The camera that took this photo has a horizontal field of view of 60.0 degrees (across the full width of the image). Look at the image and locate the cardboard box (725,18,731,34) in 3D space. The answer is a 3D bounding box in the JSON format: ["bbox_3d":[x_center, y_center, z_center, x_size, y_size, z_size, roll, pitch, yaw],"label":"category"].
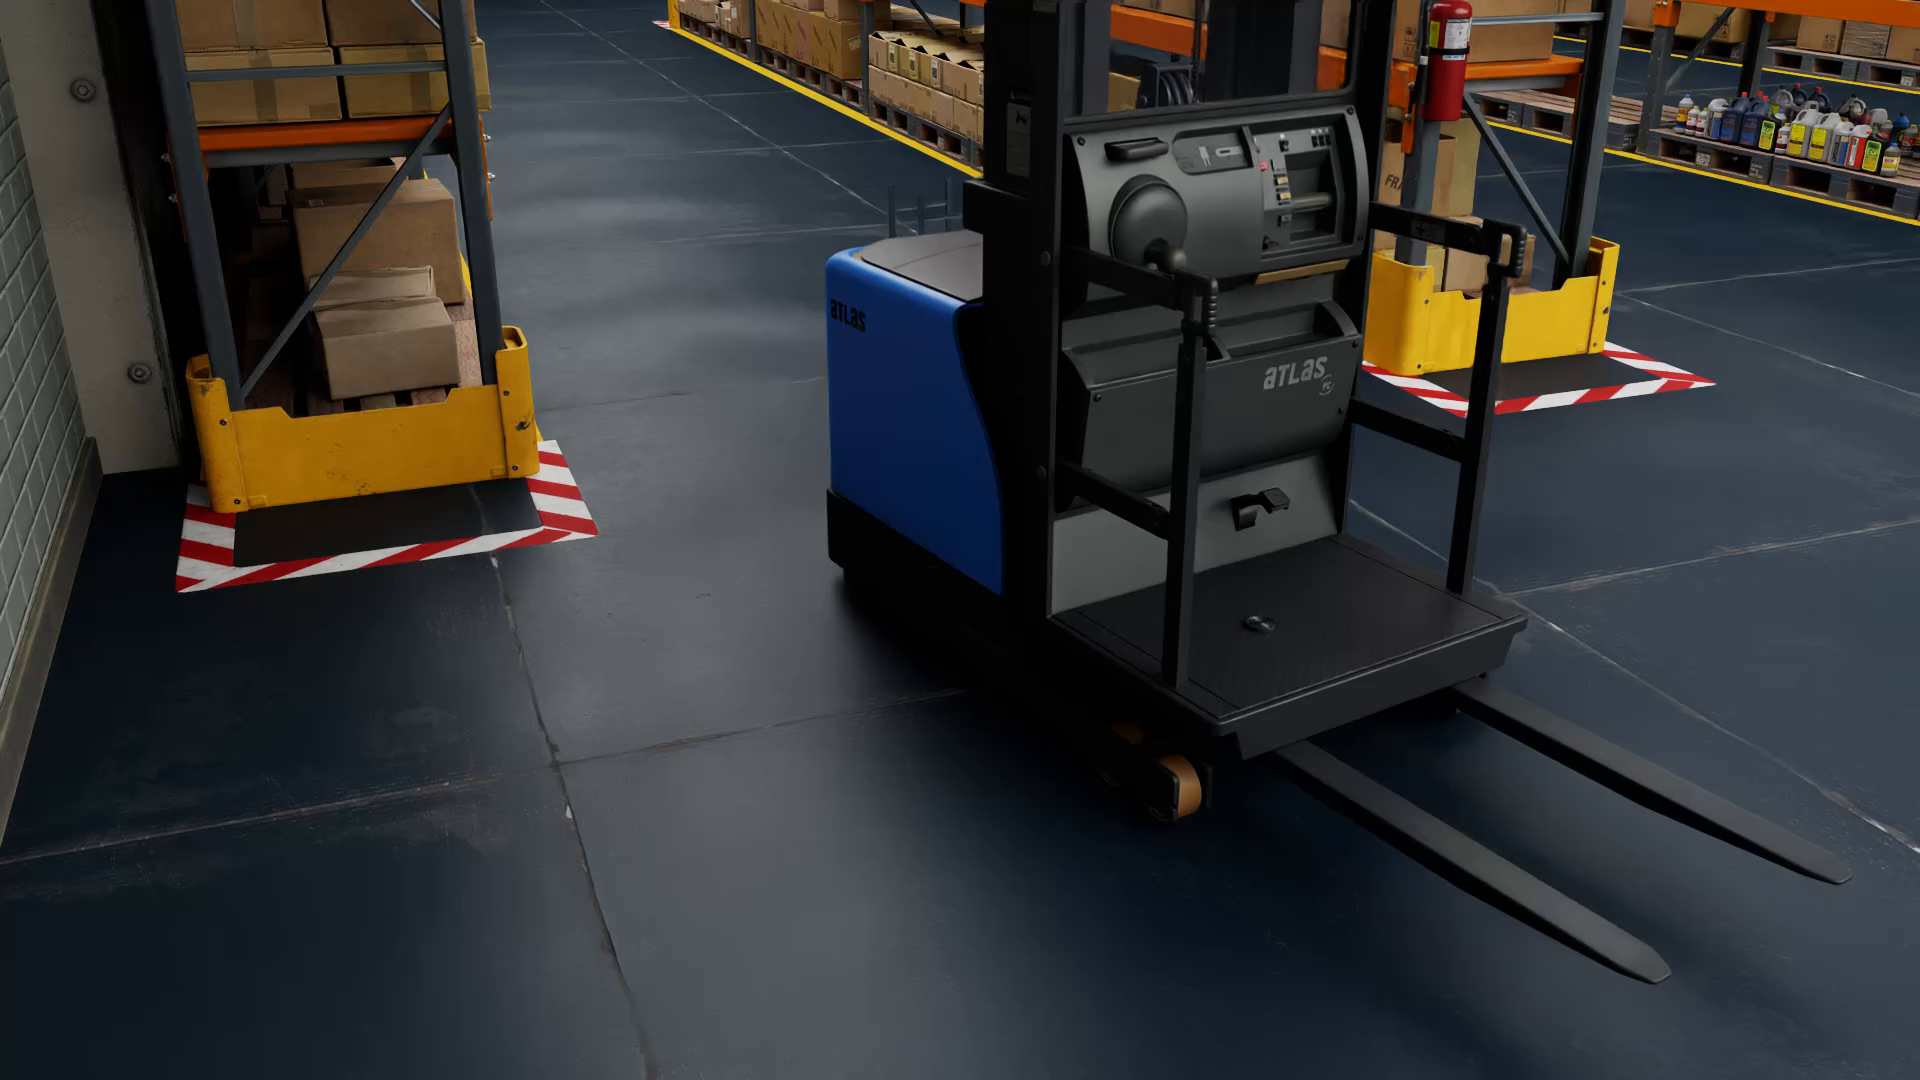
[{"bbox_3d":[-2.436,-5.812,18.782,0.380,0.149,0.250,-8,24,-19],"label":"cardboard box"}]

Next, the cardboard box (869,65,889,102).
[{"bbox_3d":[-0.457,-3.870,14.069,0.500,0.250,0.500,-8,24,-19],"label":"cardboard box"}]

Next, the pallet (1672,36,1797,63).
[{"bbox_3d":[8.693,-5.543,18.631,1.003,0.211,1.213,-8,24,-19],"label":"pallet"}]

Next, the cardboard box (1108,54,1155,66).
[{"bbox_3d":[0.916,-2.781,10.520,0.500,0.500,0.500,-8,24,-19],"label":"cardboard box"}]

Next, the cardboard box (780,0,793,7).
[{"bbox_3d":[-1.484,-5.451,16.508,0.500,0.250,0.500,-8,24,-19],"label":"cardboard box"}]

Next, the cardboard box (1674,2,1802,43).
[{"bbox_3d":[8.677,-6.000,18.318,1.225,0.875,0.875,-10,25,-21],"label":"cardboard box"}]

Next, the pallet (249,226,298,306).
[{"bbox_3d":[-3.317,-1.515,9.073,1.003,0.211,1.213,-8,24,-19],"label":"pallet"}]

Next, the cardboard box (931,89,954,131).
[{"bbox_3d":[0.091,-3.313,12.747,0.500,0.250,0.500,-8,24,-18],"label":"cardboard box"}]

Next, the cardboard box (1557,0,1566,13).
[{"bbox_3d":[7.733,-6.970,20.619,1.225,0.875,0.875,-8,24,-19],"label":"cardboard box"}]

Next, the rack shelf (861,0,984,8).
[{"bbox_3d":[0.339,-4.116,12.579,1.077,0.370,4.000,-8,24,-19],"label":"rack shelf"}]

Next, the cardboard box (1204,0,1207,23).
[{"bbox_3d":[1.756,-3.047,8.987,0.700,0.500,0.500,-8,24,-17],"label":"cardboard box"}]

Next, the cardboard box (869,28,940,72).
[{"bbox_3d":[-0.457,-4.128,13.960,0.500,0.311,0.500,-7,24,-17],"label":"cardboard box"}]

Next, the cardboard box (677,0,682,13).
[{"bbox_3d":[-3.367,-6.770,21.055,0.380,0.149,0.250,-8,24,-19],"label":"cardboard box"}]

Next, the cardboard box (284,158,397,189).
[{"bbox_3d":[-3.183,-1.719,8.617,0.500,0.500,0.500,-10,25,-23],"label":"cardboard box"}]

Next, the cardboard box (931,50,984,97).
[{"bbox_3d":[0.096,-3.566,12.626,0.500,0.311,0.500,-9,24,-20],"label":"cardboard box"}]

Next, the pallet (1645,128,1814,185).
[{"bbox_3d":[5.879,-2.864,12.273,1.003,0.211,1.213,-8,24,-19],"label":"pallet"}]

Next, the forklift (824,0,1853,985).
[{"bbox_3d":[0.787,-0.865,4.028,1.130,2.935,3.031,-14,27,-30],"label":"forklift"}]

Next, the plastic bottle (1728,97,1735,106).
[{"bbox_3d":[5.623,-3.075,12.114,0.061,0.283,0.133,-8,24,-19],"label":"plastic bottle"}]

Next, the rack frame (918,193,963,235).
[{"bbox_3d":[-0.031,-0.565,5.546,0.240,1.200,0.006,-14,27,-30],"label":"rack frame"}]

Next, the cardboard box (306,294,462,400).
[{"bbox_3d":[-2.335,-0.813,6.713,0.500,0.311,0.500,-11,25,-25],"label":"cardboard box"}]

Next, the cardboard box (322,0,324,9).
[{"bbox_3d":[-2.597,-2.642,7.358,0.500,0.500,0.500,-8,24,-17],"label":"cardboard box"}]

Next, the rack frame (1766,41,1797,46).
[{"bbox_3d":[8.901,-6.532,17.385,1.000,3.000,0.127,-8,24,-19],"label":"rack frame"}]

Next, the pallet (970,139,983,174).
[{"bbox_3d":[0.749,-2.698,11.879,1.003,0.211,1.213,-8,24,-19],"label":"pallet"}]

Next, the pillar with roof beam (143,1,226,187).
[{"bbox_3d":[-1.323,-7.257,11.381,9.100,9.000,0.400,-8,24,-19],"label":"pillar with roof beam"}]

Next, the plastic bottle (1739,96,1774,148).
[{"bbox_3d":[5.644,-2.962,11.760,0.144,0.351,0.185,-9,25,-21],"label":"plastic bottle"}]

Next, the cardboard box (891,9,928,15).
[{"bbox_3d":[-0.624,-4.802,15.932,0.500,0.500,0.500,-9,24,-20],"label":"cardboard box"}]

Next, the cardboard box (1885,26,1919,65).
[{"bbox_3d":[9.571,-4.937,16.253,0.700,0.500,0.500,-6,24,-15],"label":"cardboard box"}]

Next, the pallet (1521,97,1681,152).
[{"bbox_3d":[5.367,-3.394,13.530,1.003,0.211,1.213,-8,24,-19],"label":"pallet"}]

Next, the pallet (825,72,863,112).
[{"bbox_3d":[-0.596,-4.165,15.361,1.003,0.211,1.213,-8,24,-19],"label":"pallet"}]

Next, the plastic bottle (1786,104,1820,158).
[{"bbox_3d":[5.795,-2.807,11.393,0.144,0.351,0.185,-9,24,-19],"label":"plastic bottle"}]

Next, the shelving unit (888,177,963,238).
[{"bbox_3d":[-0.081,-0.595,5.616,0.258,1.200,0.189,-14,27,-30],"label":"shelving unit"}]

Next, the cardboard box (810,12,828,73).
[{"bbox_3d":[-1.100,-4.720,15.739,0.500,0.500,0.500,-9,25,-21],"label":"cardboard box"}]

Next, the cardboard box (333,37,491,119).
[{"bbox_3d":[-2.050,-1.747,6.200,0.500,0.250,0.500,-9,25,-21],"label":"cardboard box"}]

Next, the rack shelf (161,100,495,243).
[{"bbox_3d":[-2.881,-1.981,7.515,1.077,0.370,4.000,-8,24,-19],"label":"rack shelf"}]

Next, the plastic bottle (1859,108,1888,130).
[{"bbox_3d":[6.414,-2.905,11.721,0.152,0.276,0.135,-8,24,-18],"label":"plastic bottle"}]

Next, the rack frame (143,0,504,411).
[{"bbox_3d":[-2.174,-1.586,5.651,1.000,3.000,0.127,-8,24,-19],"label":"rack frame"}]

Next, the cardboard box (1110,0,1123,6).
[{"bbox_3d":[1.208,-3.606,10.315,0.700,0.500,0.500,-9,24,-20],"label":"cardboard box"}]

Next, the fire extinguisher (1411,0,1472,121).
[{"bbox_3d":[2.066,-2.125,7.028,0.296,0.674,0.183,-8,24,-19],"label":"fire extinguisher"}]

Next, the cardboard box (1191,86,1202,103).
[{"bbox_3d":[1.448,-2.236,9.228,0.500,0.500,0.500,-8,24,-19],"label":"cardboard box"}]

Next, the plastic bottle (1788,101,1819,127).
[{"bbox_3d":[6.116,-3.053,12.071,0.152,0.276,0.135,-8,24,-19],"label":"plastic bottle"}]

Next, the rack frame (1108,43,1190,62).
[{"bbox_3d":[1.046,-3.720,10.715,1.000,3.000,0.127,-8,24,-19],"label":"rack frame"}]

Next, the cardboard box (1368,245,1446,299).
[{"bbox_3d":[1.993,-1.348,8.085,0.500,0.250,0.500,-8,24,-19],"label":"cardboard box"}]

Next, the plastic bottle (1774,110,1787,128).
[{"bbox_3d":[5.731,-2.877,11.660,0.097,0.271,0.097,0,23,0],"label":"plastic bottle"}]

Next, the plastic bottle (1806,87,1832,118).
[{"bbox_3d":[6.246,-3.117,12.126,0.144,0.351,0.185,-10,25,-22],"label":"plastic bottle"}]

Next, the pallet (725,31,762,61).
[{"bbox_3d":[-2.022,-5.592,18.746,1.003,0.211,1.213,-8,24,-19],"label":"pallet"}]

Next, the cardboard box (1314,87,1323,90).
[{"bbox_3d":[1.950,-2.310,9.402,0.500,0.500,0.500,-8,24,-19],"label":"cardboard box"}]

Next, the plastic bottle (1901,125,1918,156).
[{"bbox_3d":[6.554,-2.757,11.465,0.097,0.201,0.097,0,23,0],"label":"plastic bottle"}]

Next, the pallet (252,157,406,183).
[{"bbox_3d":[-4.299,-2.481,11.365,1.003,0.211,1.213,-8,24,-19],"label":"pallet"}]

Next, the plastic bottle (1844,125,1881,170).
[{"bbox_3d":[5.972,-2.595,10.986,0.152,0.276,0.135,-8,24,-19],"label":"plastic bottle"}]

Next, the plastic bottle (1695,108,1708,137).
[{"bbox_3d":[5.455,-3.062,12.189,0.097,0.201,0.097,0,23,0],"label":"plastic bottle"}]

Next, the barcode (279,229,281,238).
[{"bbox_3d":[-3.568,-1.611,8.723,0.001,0.075,0.075,-8,24,-19],"label":"barcode"}]

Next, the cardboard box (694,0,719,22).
[{"bbox_3d":[-2.914,-6.416,20.085,0.500,0.250,0.500,-8,24,-19],"label":"cardboard box"}]

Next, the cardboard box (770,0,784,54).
[{"bbox_3d":[-1.639,-5.277,17.059,0.500,0.500,0.500,-8,24,-18],"label":"cardboard box"}]

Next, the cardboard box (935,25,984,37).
[{"bbox_3d":[0.048,-4.202,14.135,0.500,0.311,0.500,-8,24,-18],"label":"cardboard box"}]

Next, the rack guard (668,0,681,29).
[{"bbox_3d":[-3.167,-6.901,21.480,1.175,0.500,0.348,-8,24,-19],"label":"rack guard"}]
